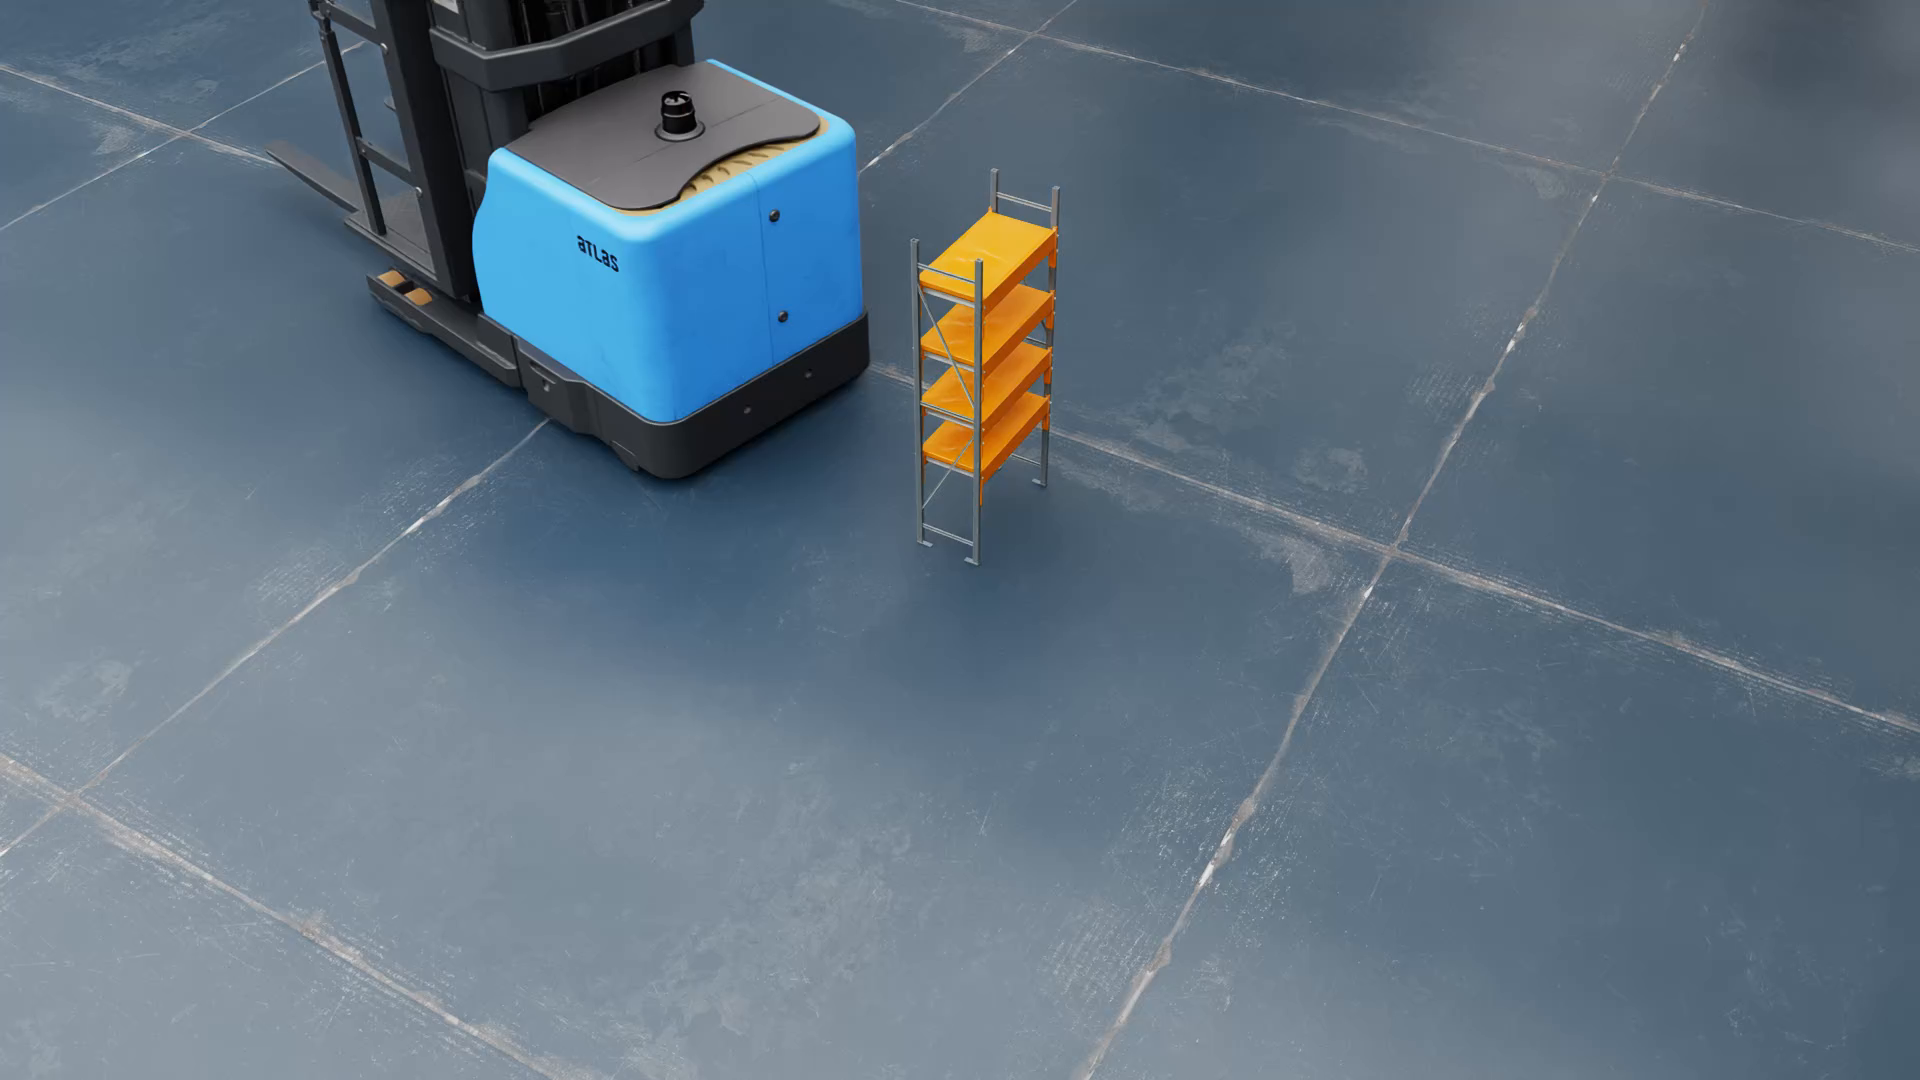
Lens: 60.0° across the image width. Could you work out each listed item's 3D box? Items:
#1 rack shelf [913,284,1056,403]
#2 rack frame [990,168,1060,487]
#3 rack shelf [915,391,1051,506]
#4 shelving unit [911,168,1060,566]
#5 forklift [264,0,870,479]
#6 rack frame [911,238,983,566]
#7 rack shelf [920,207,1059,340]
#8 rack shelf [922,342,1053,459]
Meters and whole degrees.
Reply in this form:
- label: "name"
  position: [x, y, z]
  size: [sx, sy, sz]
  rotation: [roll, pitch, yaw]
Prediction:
- label: "rack shelf"
  position: [0.083, -0.662, 5.358]
  size: [0.258, 0.148, 0.480]
  rotation: [21, 45, 22]
- label: "rack frame"
  position: [0.205, -0.685, 5.620]
  size: [0.240, 1.200, 0.015]
  rotation: [21, 45, 22]
- label: "rack shelf"
  position: [0.083, -0.345, 5.637]
  size: [0.258, 0.148, 0.480]
  rotation: [21, 45, 22]
- label: "shelving unit"
  position: [0.083, -0.545, 5.461]
  size: [0.258, 1.200, 0.503]
  rotation: [21, 45, 22]
- label: "forklift"
  position: [-1.769, -2.169, 5.996]
  size: [3.031, 2.935, 1.130]
  rotation: [32, 50, 31]
- label: "rack frame"
  position: [-0.039, -0.405, 5.302]
  size: [0.240, 1.200, 0.015]
  rotation: [21, 45, 22]
- label: "rack shelf"
  position: [0.083, -0.840, 5.201]
  size: [0.258, 0.148, 0.480]
  rotation: [21, 45, 22]
- label: "rack shelf"
  position: [0.083, -0.495, 5.505]
  size: [0.258, 0.148, 0.480]
  rotation: [21, 45, 22]
